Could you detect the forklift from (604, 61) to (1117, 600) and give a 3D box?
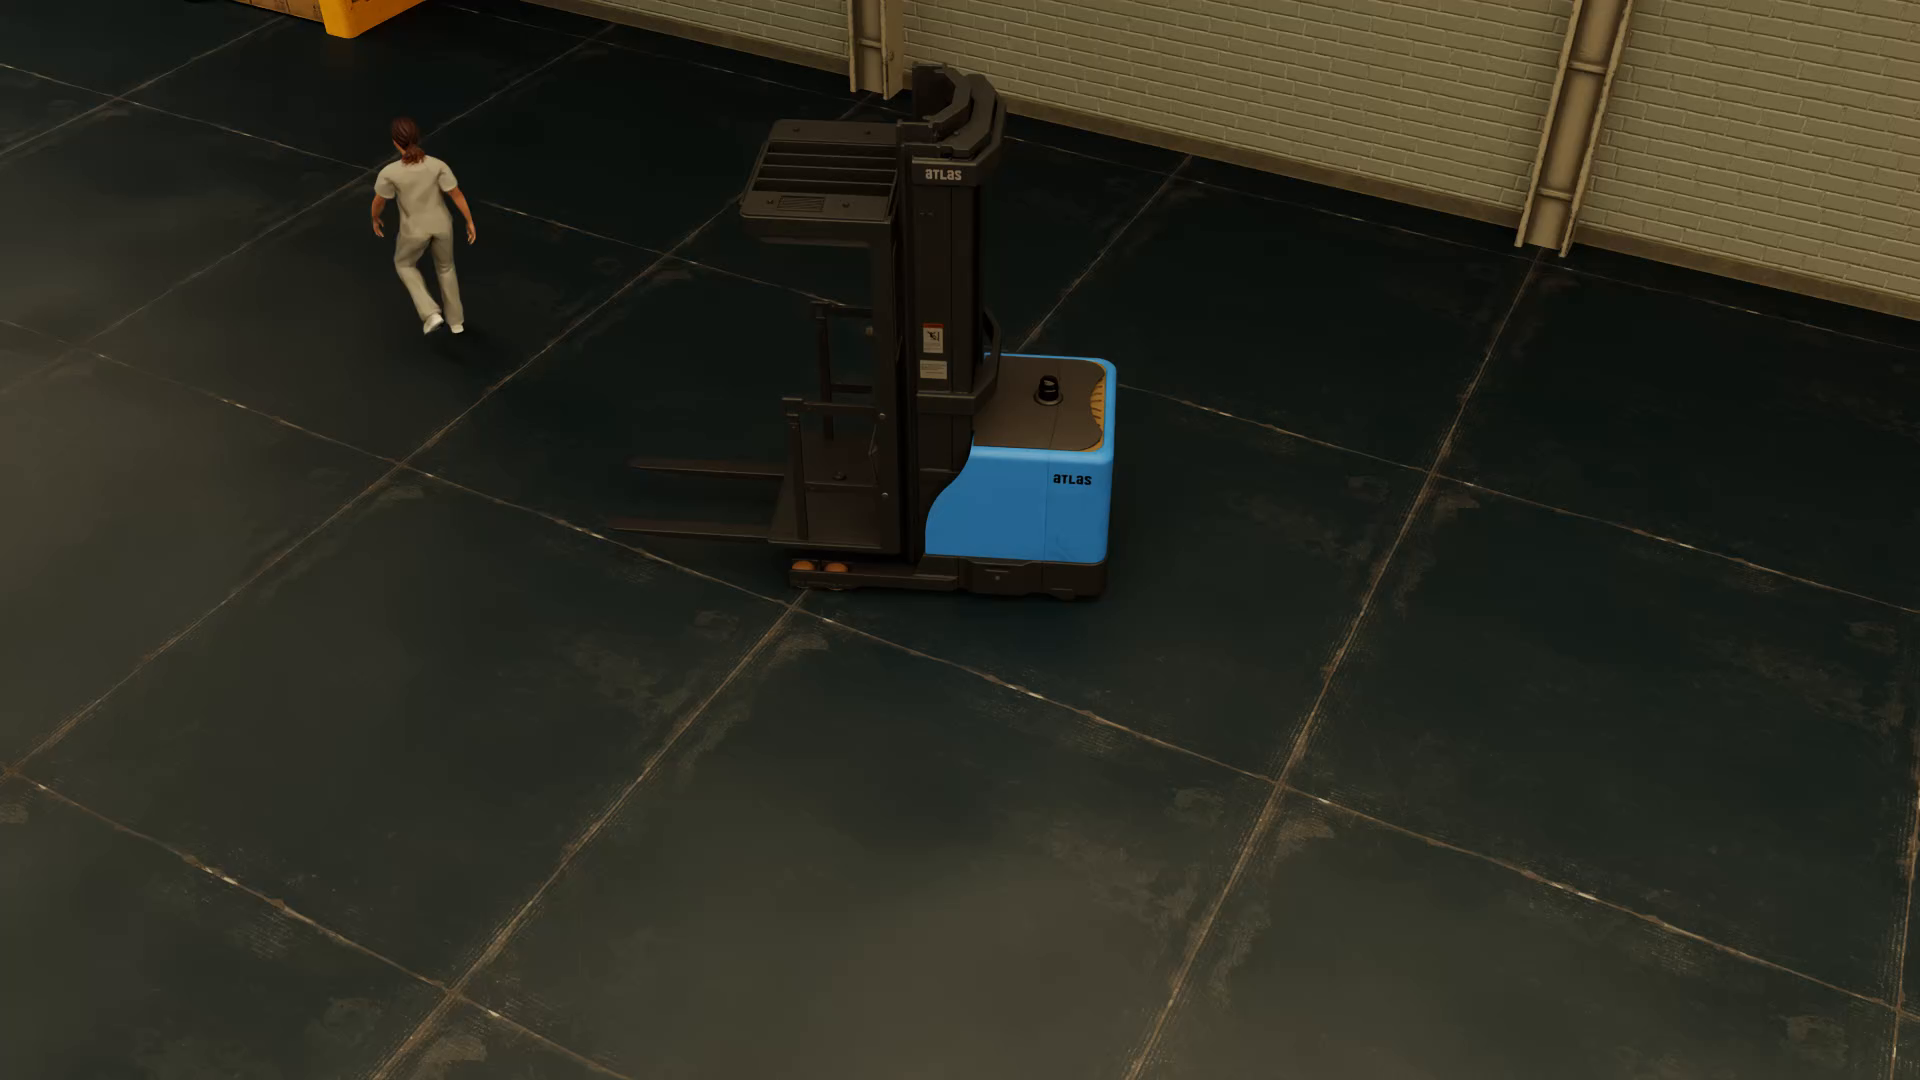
[{"bbox_3d":[-0.606,-1.157,9.360,3.031,2.935,1.130,3,40,4],"label":"forklift"}]

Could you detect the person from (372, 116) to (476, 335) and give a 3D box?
[{"bbox_3d":[-3.704,-2.148,11.530,0.629,1.656,0.490,-20,44,-22],"label":"person"}]
